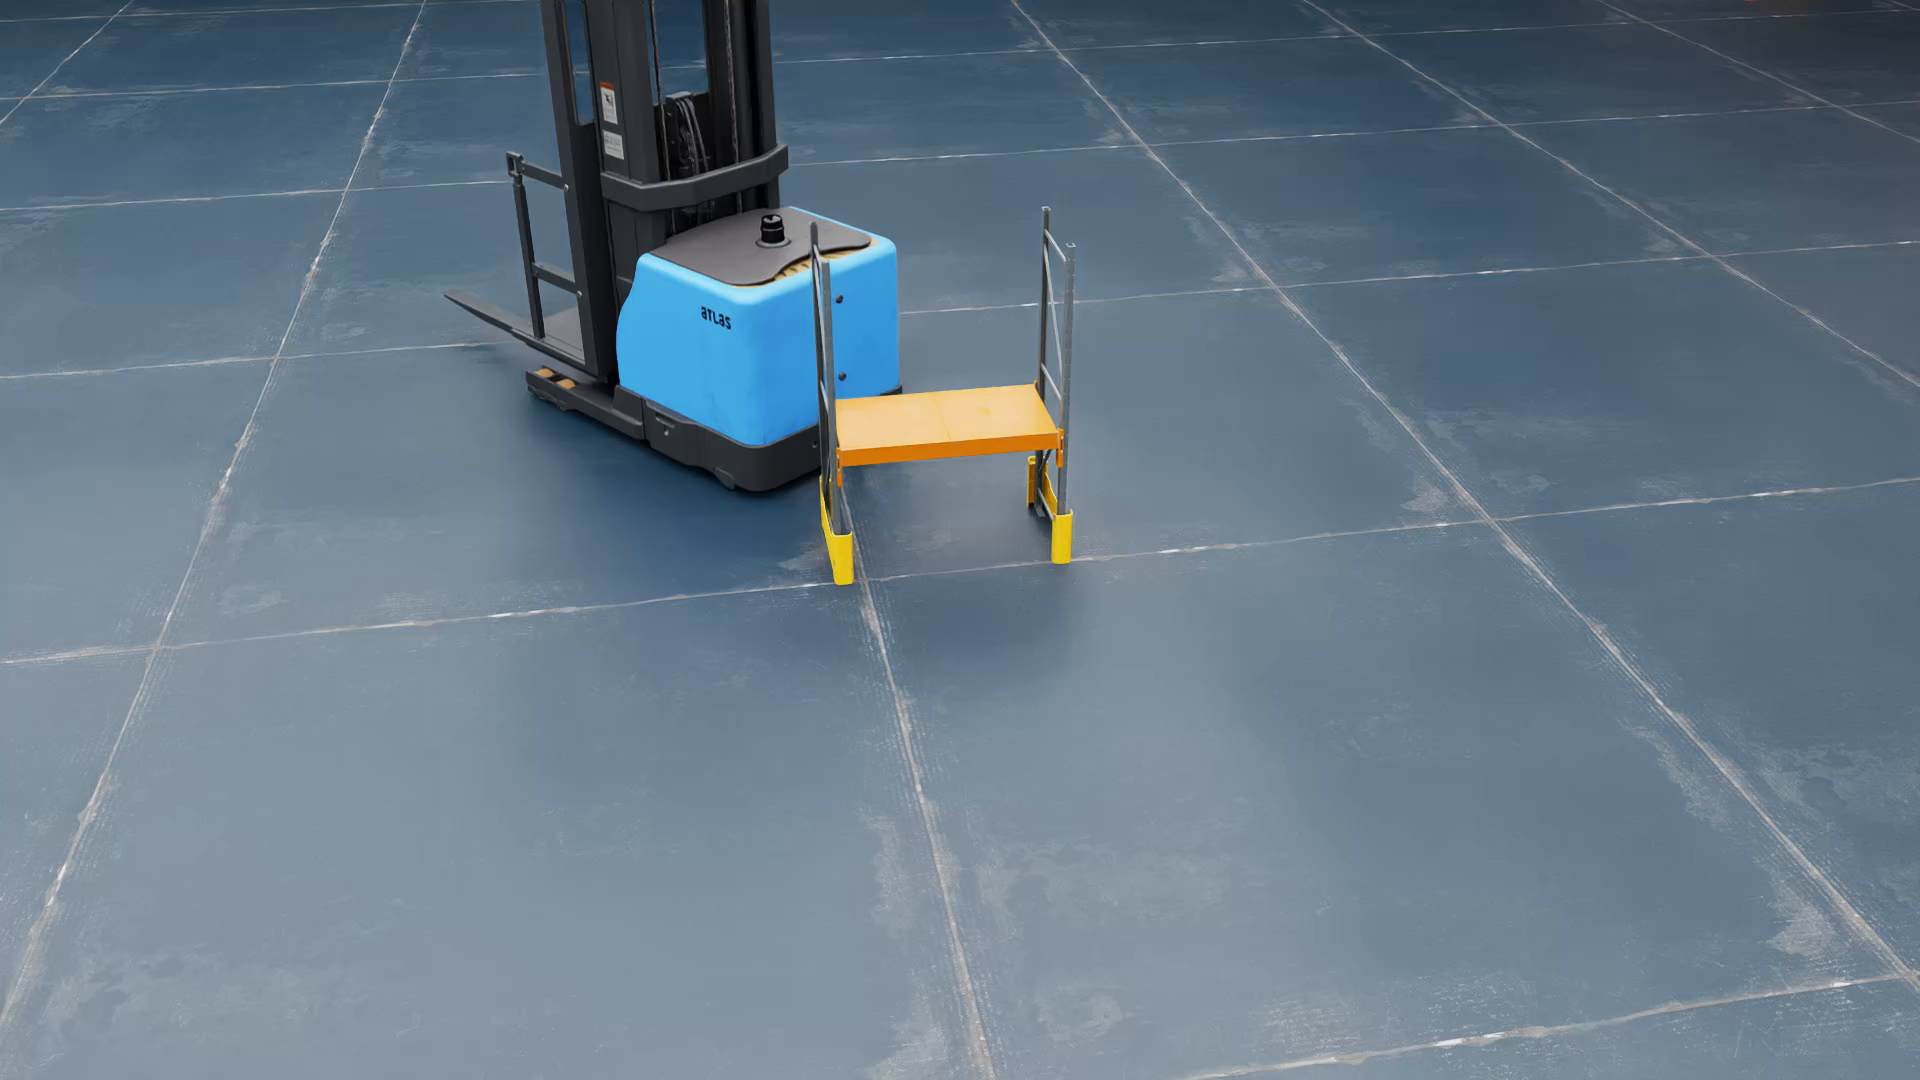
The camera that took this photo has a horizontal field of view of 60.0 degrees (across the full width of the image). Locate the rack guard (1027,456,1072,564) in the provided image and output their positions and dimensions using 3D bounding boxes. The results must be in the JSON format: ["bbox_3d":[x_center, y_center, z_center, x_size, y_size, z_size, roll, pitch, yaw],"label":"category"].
[{"bbox_3d":[0.415,-0.146,7.752,0.087,0.250,0.587,-5,31,-9],"label":"rack guard"}]

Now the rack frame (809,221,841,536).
[{"bbox_3d":[-0.584,-0.592,7.278,0.032,1.500,0.500,-5,31,-9],"label":"rack frame"}]

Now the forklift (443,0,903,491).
[{"bbox_3d":[-1.715,-2.131,8.482,3.031,2.935,1.130,25,39,36],"label":"forklift"}]

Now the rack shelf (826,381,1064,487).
[{"bbox_3d":[-0.084,-0.484,7.448,1.000,0.185,0.538,-5,31,-9],"label":"rack shelf"}]

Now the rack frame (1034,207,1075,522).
[{"bbox_3d":[0.416,-0.685,7.436,0.032,1.500,0.500,-5,31,-9],"label":"rack frame"}]

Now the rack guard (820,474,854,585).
[{"bbox_3d":[-0.565,-0.055,7.597,0.087,0.250,0.587,-5,31,-9],"label":"rack guard"}]

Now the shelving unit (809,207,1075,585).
[{"bbox_3d":[-0.075,-0.640,7.358,1.083,1.500,0.587,-5,31,-9],"label":"shelving unit"}]
